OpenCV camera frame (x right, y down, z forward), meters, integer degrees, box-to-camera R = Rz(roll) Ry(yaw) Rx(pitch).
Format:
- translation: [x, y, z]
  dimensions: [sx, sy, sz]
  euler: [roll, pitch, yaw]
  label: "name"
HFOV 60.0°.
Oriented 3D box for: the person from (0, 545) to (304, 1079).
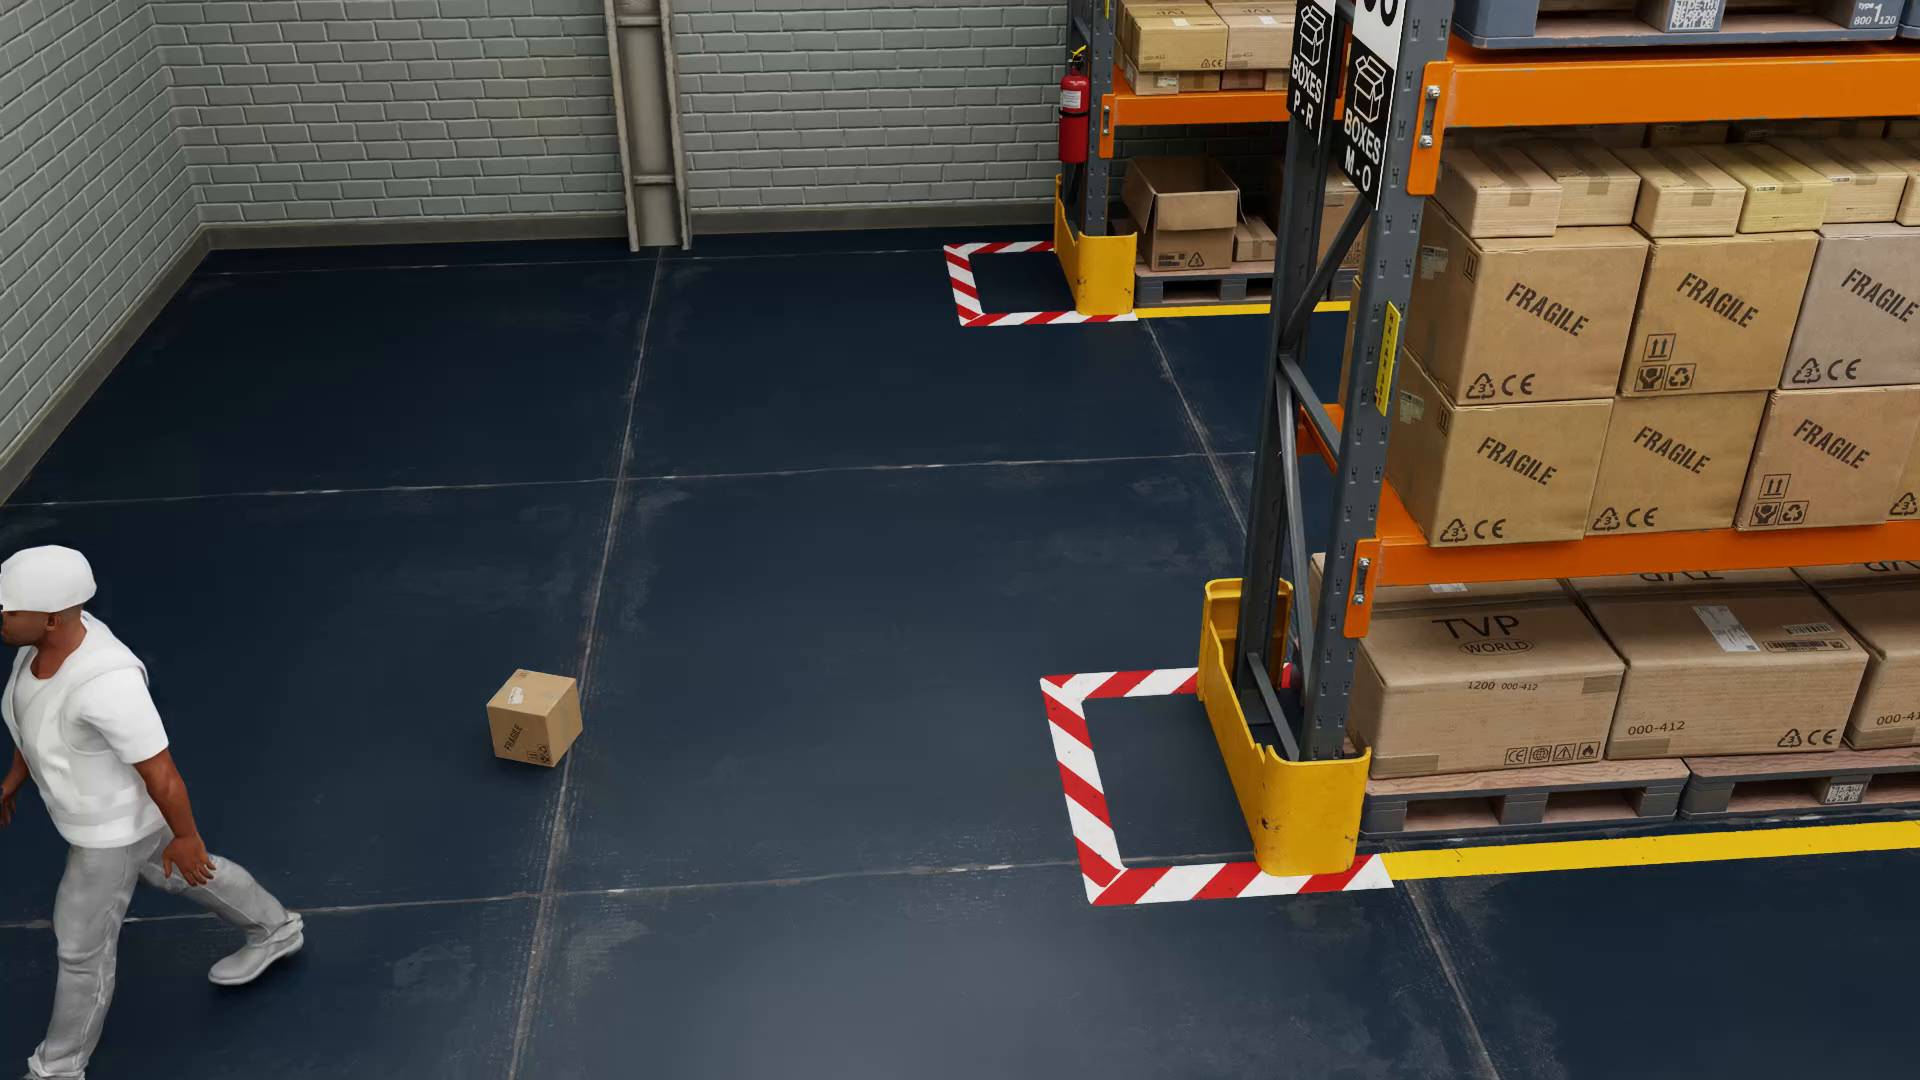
- translation: [-2.545, 0.781, 4.782]
  dimensions: [1.028, 1.710, 0.621]
  euler: [-23, 38, -33]
  label: "person"
